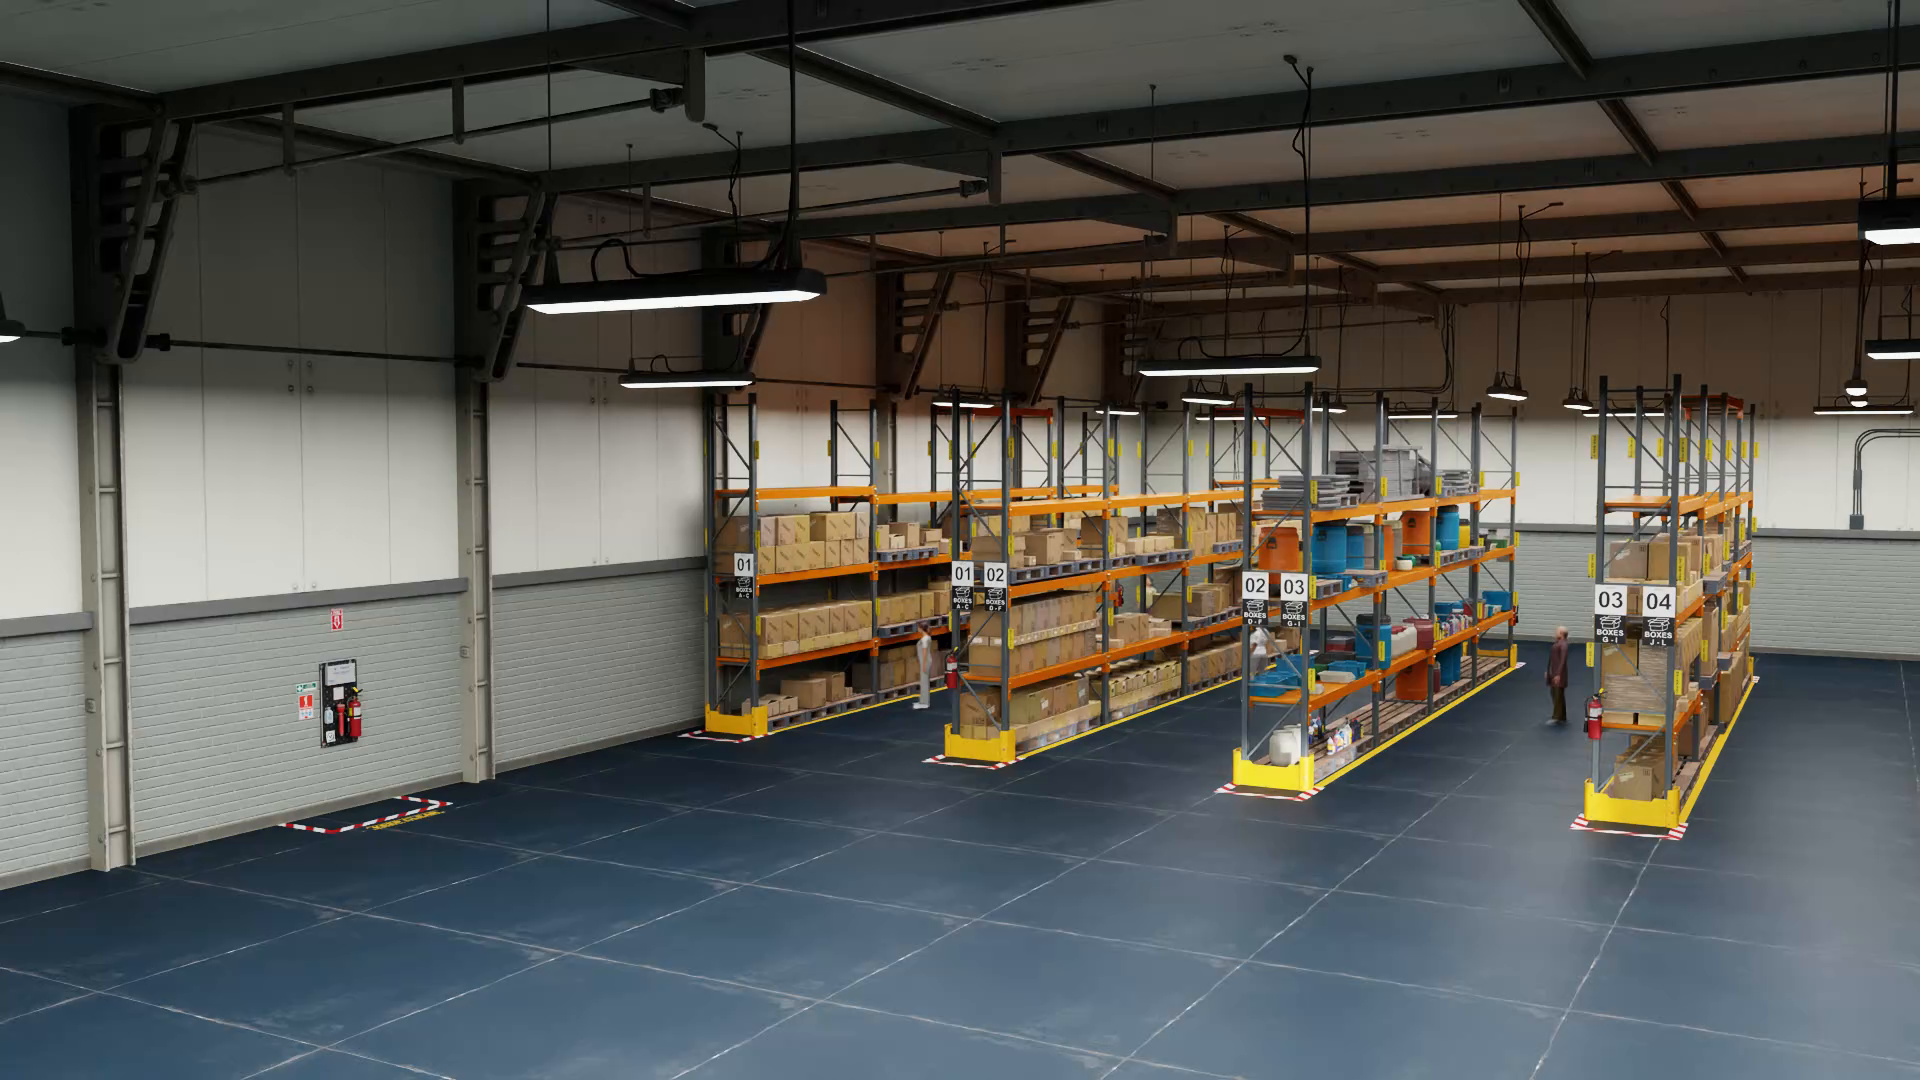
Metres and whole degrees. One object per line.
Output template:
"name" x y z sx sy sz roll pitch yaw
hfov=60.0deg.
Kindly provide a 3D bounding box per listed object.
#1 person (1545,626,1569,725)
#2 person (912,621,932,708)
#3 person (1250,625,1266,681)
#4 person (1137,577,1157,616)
"person" 10.949 2.477 30.481 0.574 1.792 0.589 -1 3 -11
"person" -0.736 2.413 32.275 0.408 1.679 0.489 0 3 1
"person" 5.968 2.355 33.573 0.437 1.681 0.532 3 4 44
"person" 5.010 1.805 44.163 0.642 1.637 0.843 0 3 3
